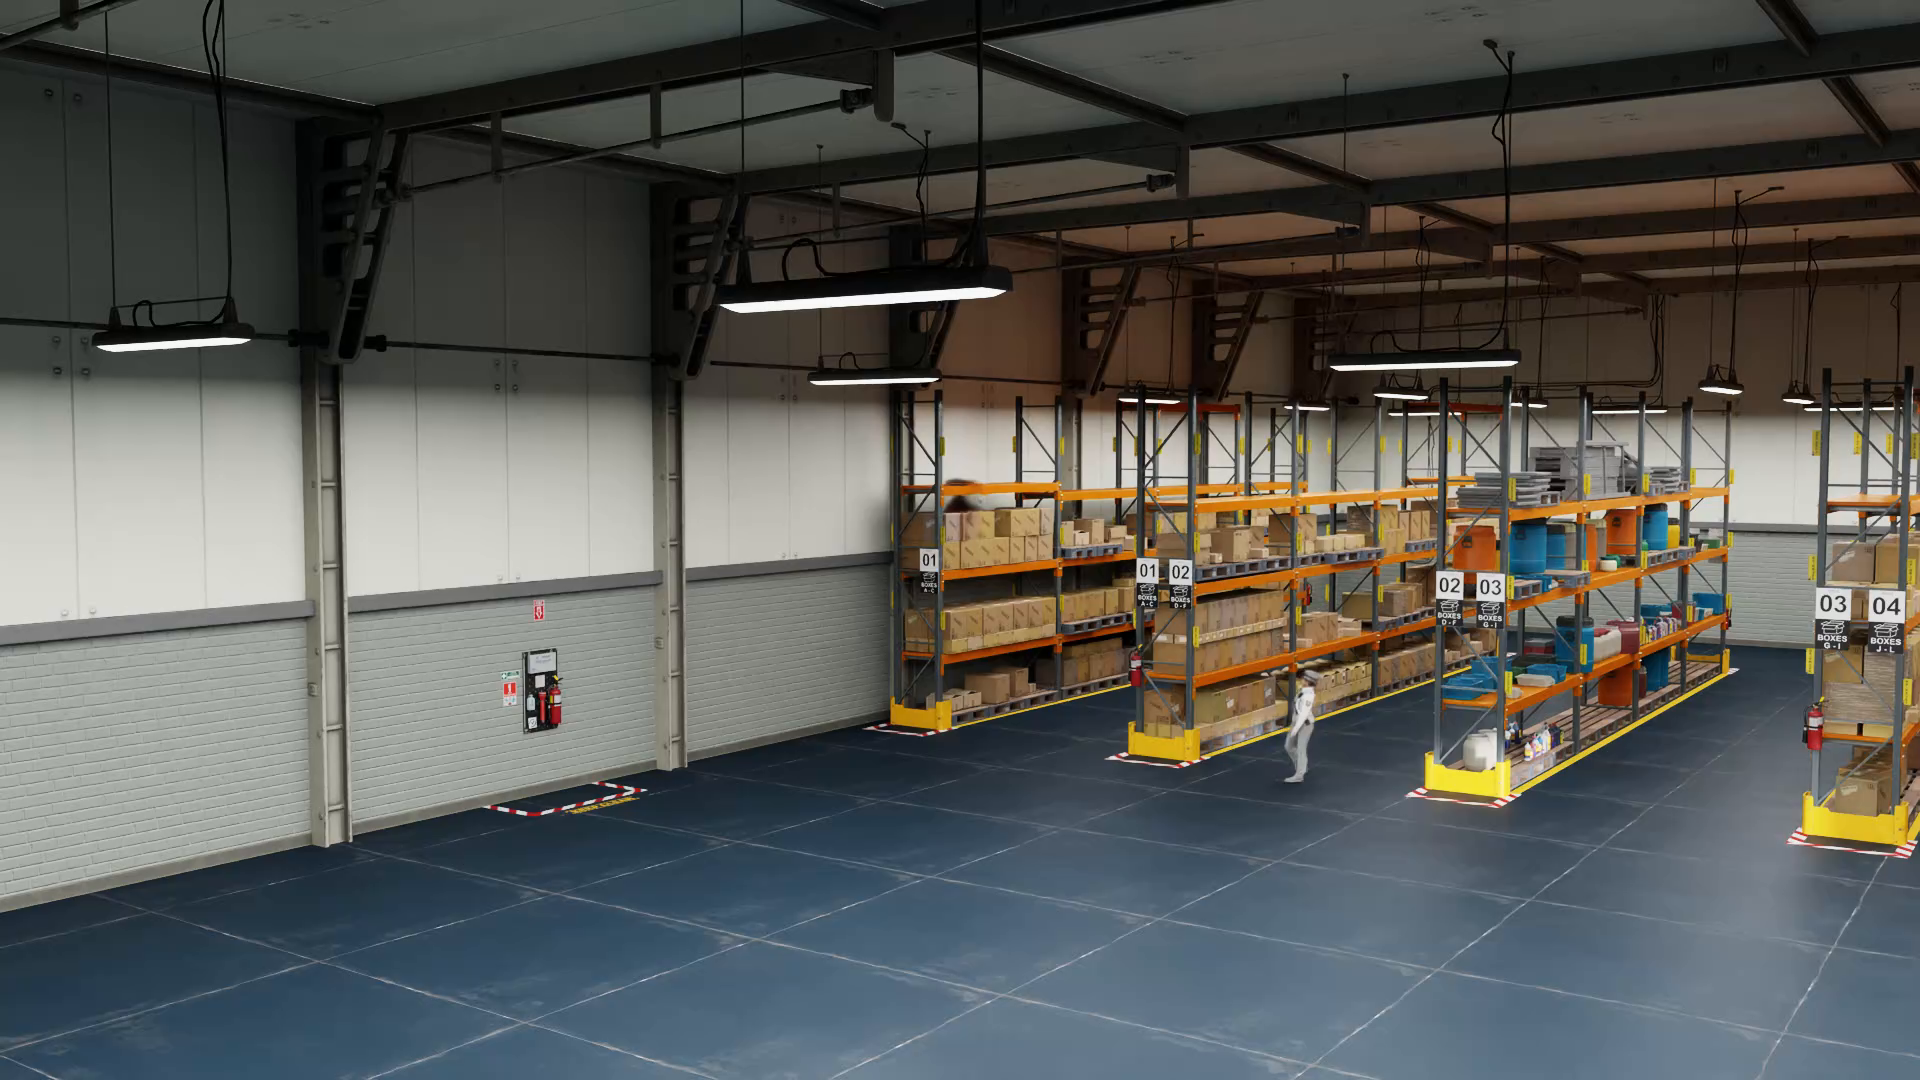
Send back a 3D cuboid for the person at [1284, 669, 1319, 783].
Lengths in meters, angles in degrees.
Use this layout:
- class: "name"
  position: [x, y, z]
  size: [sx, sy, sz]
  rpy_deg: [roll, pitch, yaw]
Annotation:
- class: "person"
  position: [5.072, 2.782, 24.820]
  size: [0.480, 1.714, 0.517]
  rpy_deg: [-1, 3, -14]
